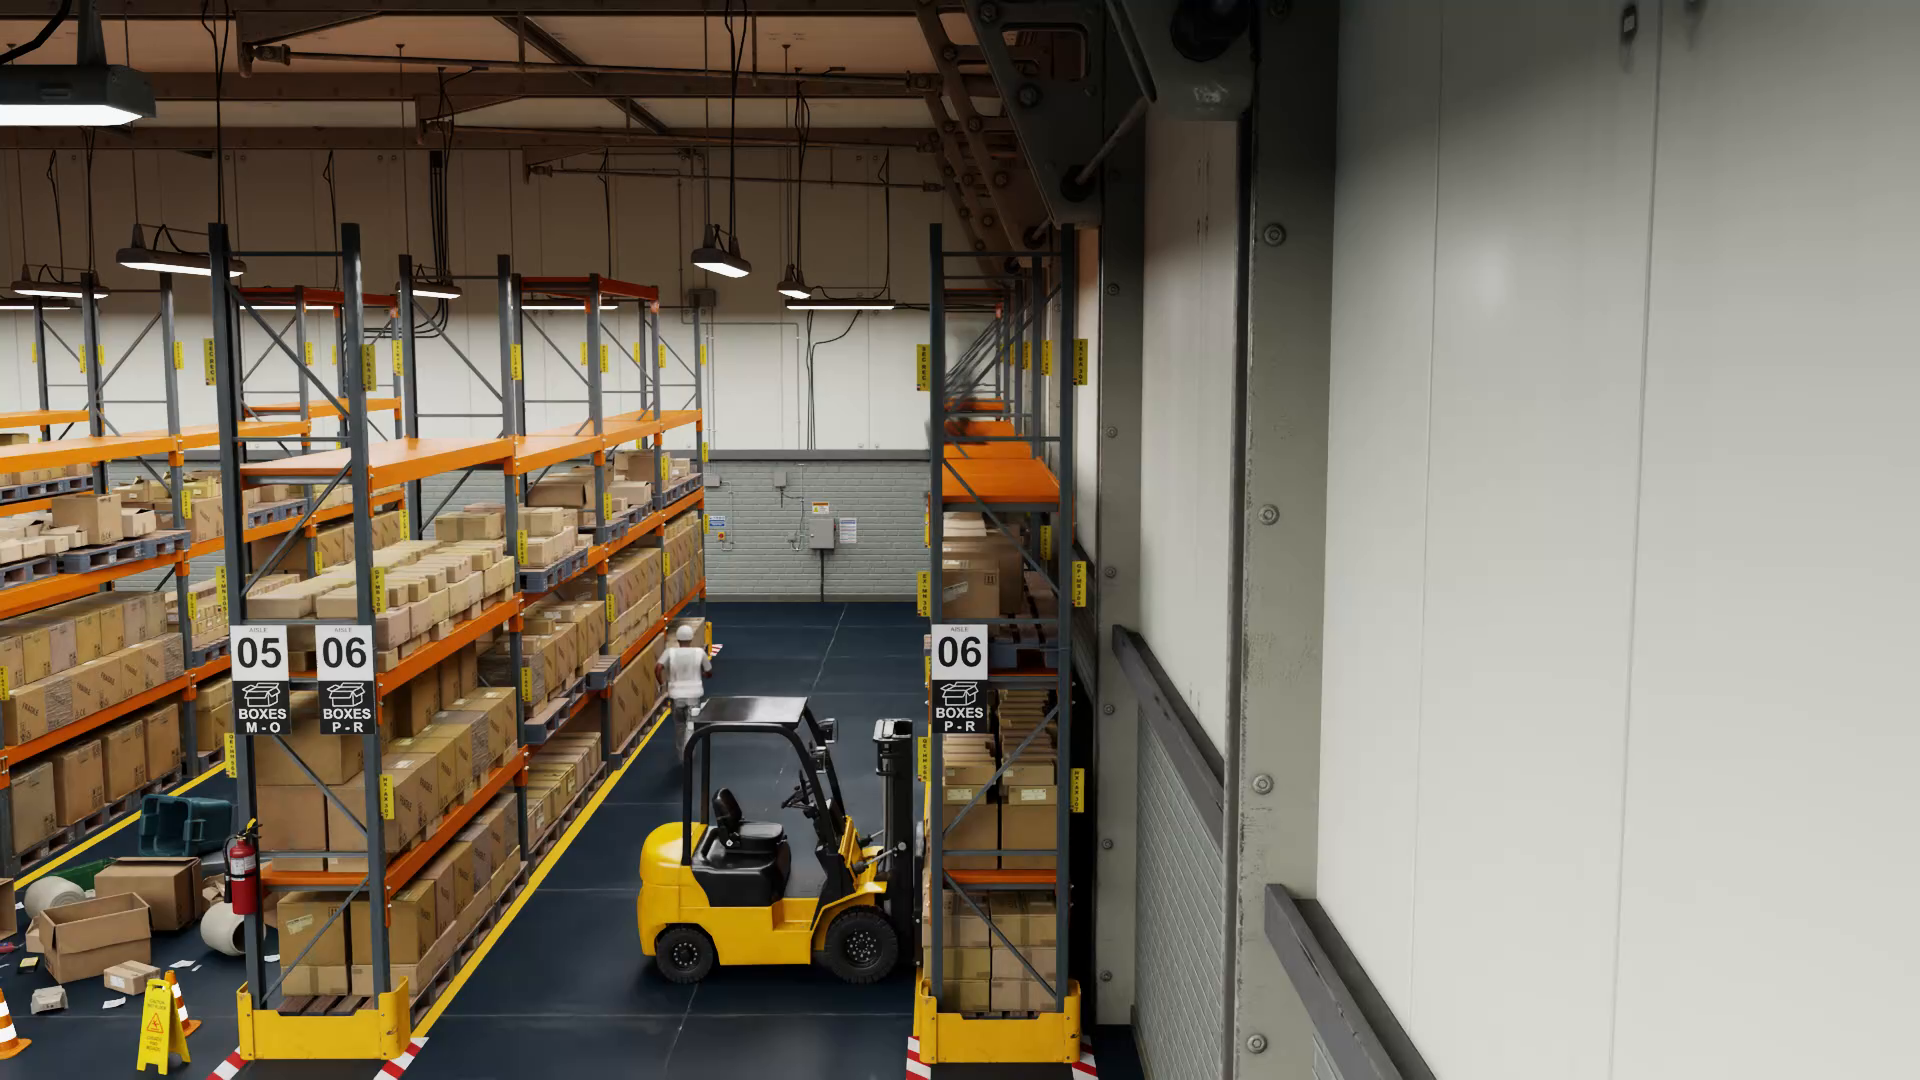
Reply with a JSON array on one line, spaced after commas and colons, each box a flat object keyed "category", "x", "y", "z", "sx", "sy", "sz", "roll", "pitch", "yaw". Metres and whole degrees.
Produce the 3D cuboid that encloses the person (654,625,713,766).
[{"category": "person", "x": -3.334, "y": 1.932, "z": 20.177, "sx": 0.683, "sy": 1.807, "sz": 0.985, "roll": -1, "pitch": 7, "yaw": -4}]
